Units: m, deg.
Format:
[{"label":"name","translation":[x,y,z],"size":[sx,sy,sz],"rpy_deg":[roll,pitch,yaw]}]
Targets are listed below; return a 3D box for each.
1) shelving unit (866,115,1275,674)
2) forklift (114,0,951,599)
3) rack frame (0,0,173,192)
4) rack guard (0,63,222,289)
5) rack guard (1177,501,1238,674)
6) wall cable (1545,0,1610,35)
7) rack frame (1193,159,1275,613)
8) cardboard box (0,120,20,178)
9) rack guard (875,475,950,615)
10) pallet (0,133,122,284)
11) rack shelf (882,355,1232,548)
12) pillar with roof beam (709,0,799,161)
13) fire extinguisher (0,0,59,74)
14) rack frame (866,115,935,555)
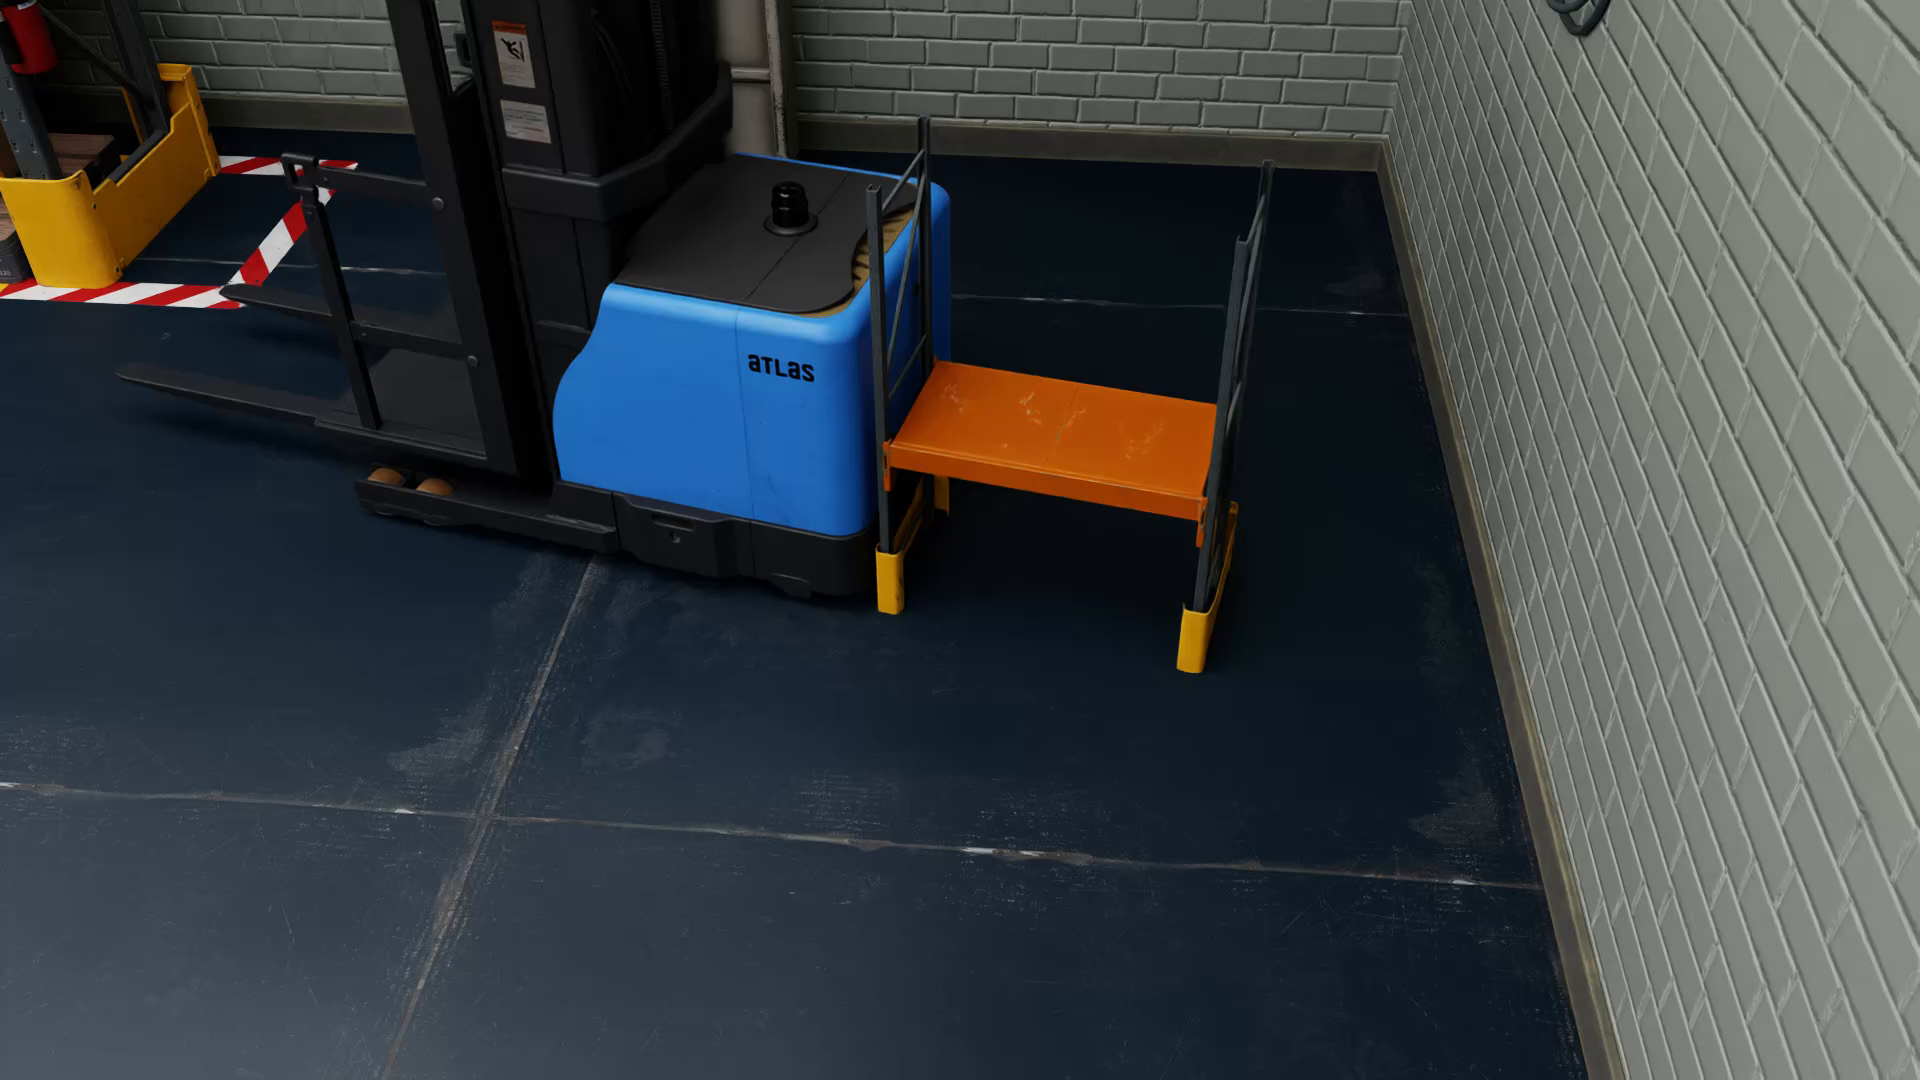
[{"label":"shelving unit","translation":[0.324,-0.430,5.090],"size":[1.083,1.500,0.587],"rpy_deg":[10,40,13]},{"label":"forklift","translation":[-1.593,-1.489,5.257],"size":[3.031,2.935,1.130],"rpy_deg":[12,41,14]},{"label":"rack frame","translation":[-3.756,-2.603,6.572],"size":[0.127,3.000,1.000],"rpy_deg":[3,39,4]},{"label":"rack guard","translation":[-3.732,-1.633,7.360],"size":[0.348,0.500,1.175],"rpy_deg":[3,39,4]},{"label":"rack guard","translation":[0.802,0.143,5.376],"size":[0.087,0.250,0.587],"rpy_deg":[10,40,13]},{"label":"wall cable","translation":[1.848,-3.193,5.004],"size":[0.112,2.526,3.097],"rpy_deg":[3,39,4]},{"label":"rack frame","translation":[0.803,-0.341,4.981],"size":[0.032,1.500,0.500],"rpy_deg":[10,40,13]},{"label":"cardboard box","translation":[-4.462,-1.772,7.198],"size":[0.500,0.500,0.700],"rpy_deg":[3,39,4]},{"label":"rack guard","translation":[-0.154,-0.034,5.593],"size":[0.087,0.250,0.587],"rpy_deg":[10,40,13]},{"label":"pallet","translation":[-4.559,-1.516,7.446],"size":[1.213,0.211,1.003],"rpy_deg":[3,39,4]},{"label":"rack shelf","translation":[0.315,-0.292,5.206],"size":[1.000,0.185,0.538],"rpy_deg":[10,40,13]},{"label":"pillar with roof beam","translation":[-1.363,-2.619,1.840],"size":[0.400,9.000,9.100],"rpy_deg":[3,39,4]},{"label":"fire extinguisher","translation":[-3.646,-2.130,6.348],"size":[0.183,0.674,0.296],"rpy_deg":[3,39,4]},{"label":"rack frame","translation":[-0.172,-0.522,5.203],"size":[0.032,1.500,0.500],"rpy_deg":[10,40,13]}]
